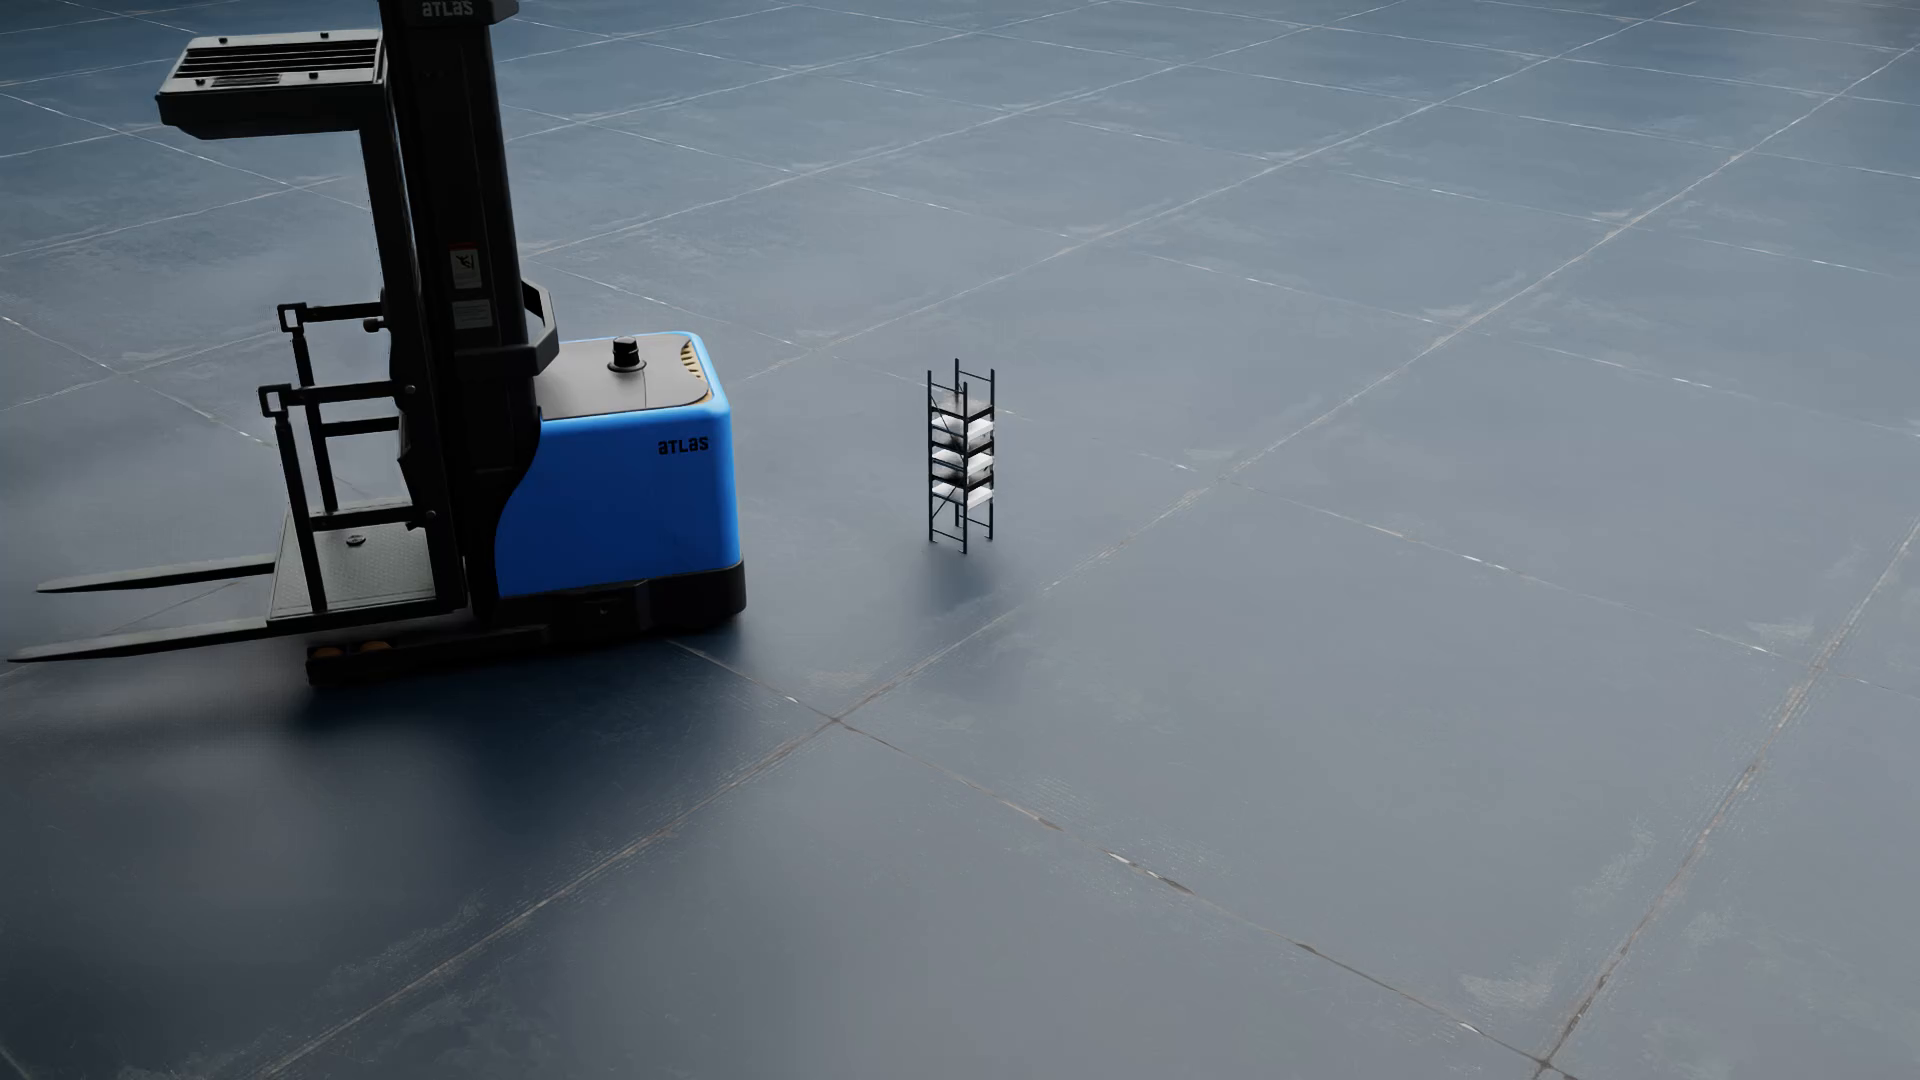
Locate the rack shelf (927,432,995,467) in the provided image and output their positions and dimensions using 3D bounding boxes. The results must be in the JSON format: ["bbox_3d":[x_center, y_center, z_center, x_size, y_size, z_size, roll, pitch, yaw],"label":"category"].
[{"bbox_3d":[0.005,-0.453,8.023,0.258,0.077,0.200,21,34,34],"label":"rack shelf"}]

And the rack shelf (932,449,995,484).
[{"bbox_3d":[0.005,-0.373,8.064,0.258,0.077,0.200,21,34,34],"label":"rack shelf"}]

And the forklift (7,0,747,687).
[{"bbox_3d":[-2.542,-0.948,6.893,3.031,2.935,1.130,-8,28,-14],"label":"forklift"}]

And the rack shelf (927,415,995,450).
[{"bbox_3d":[0.005,-0.533,7.981,0.258,0.077,0.200,21,34,34],"label":"rack shelf"}]

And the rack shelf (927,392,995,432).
[{"bbox_3d":[0.005,-0.613,7.940,0.258,0.077,0.200,21,34,34],"label":"rack shelf"}]

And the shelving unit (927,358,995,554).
[{"bbox_3d":[0.005,-0.403,8.049,0.258,0.900,0.210,21,34,34],"label":"shelving unit"}]

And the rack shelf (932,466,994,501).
[{"bbox_3d":[0.005,-0.293,8.105,0.258,0.077,0.200,21,34,34],"label":"rack shelf"}]

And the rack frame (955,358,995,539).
[{"bbox_3d":[0.070,-0.439,8.118,0.240,0.900,0.006,21,34,34],"label":"rack frame"}]

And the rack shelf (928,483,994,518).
[{"bbox_3d":[0.005,-0.213,8.147,0.258,0.077,0.200,21,34,34],"label":"rack shelf"}]

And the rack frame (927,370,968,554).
[{"bbox_3d":[-0.059,-0.367,7.979,0.240,0.900,0.006,21,34,34],"label":"rack frame"}]
